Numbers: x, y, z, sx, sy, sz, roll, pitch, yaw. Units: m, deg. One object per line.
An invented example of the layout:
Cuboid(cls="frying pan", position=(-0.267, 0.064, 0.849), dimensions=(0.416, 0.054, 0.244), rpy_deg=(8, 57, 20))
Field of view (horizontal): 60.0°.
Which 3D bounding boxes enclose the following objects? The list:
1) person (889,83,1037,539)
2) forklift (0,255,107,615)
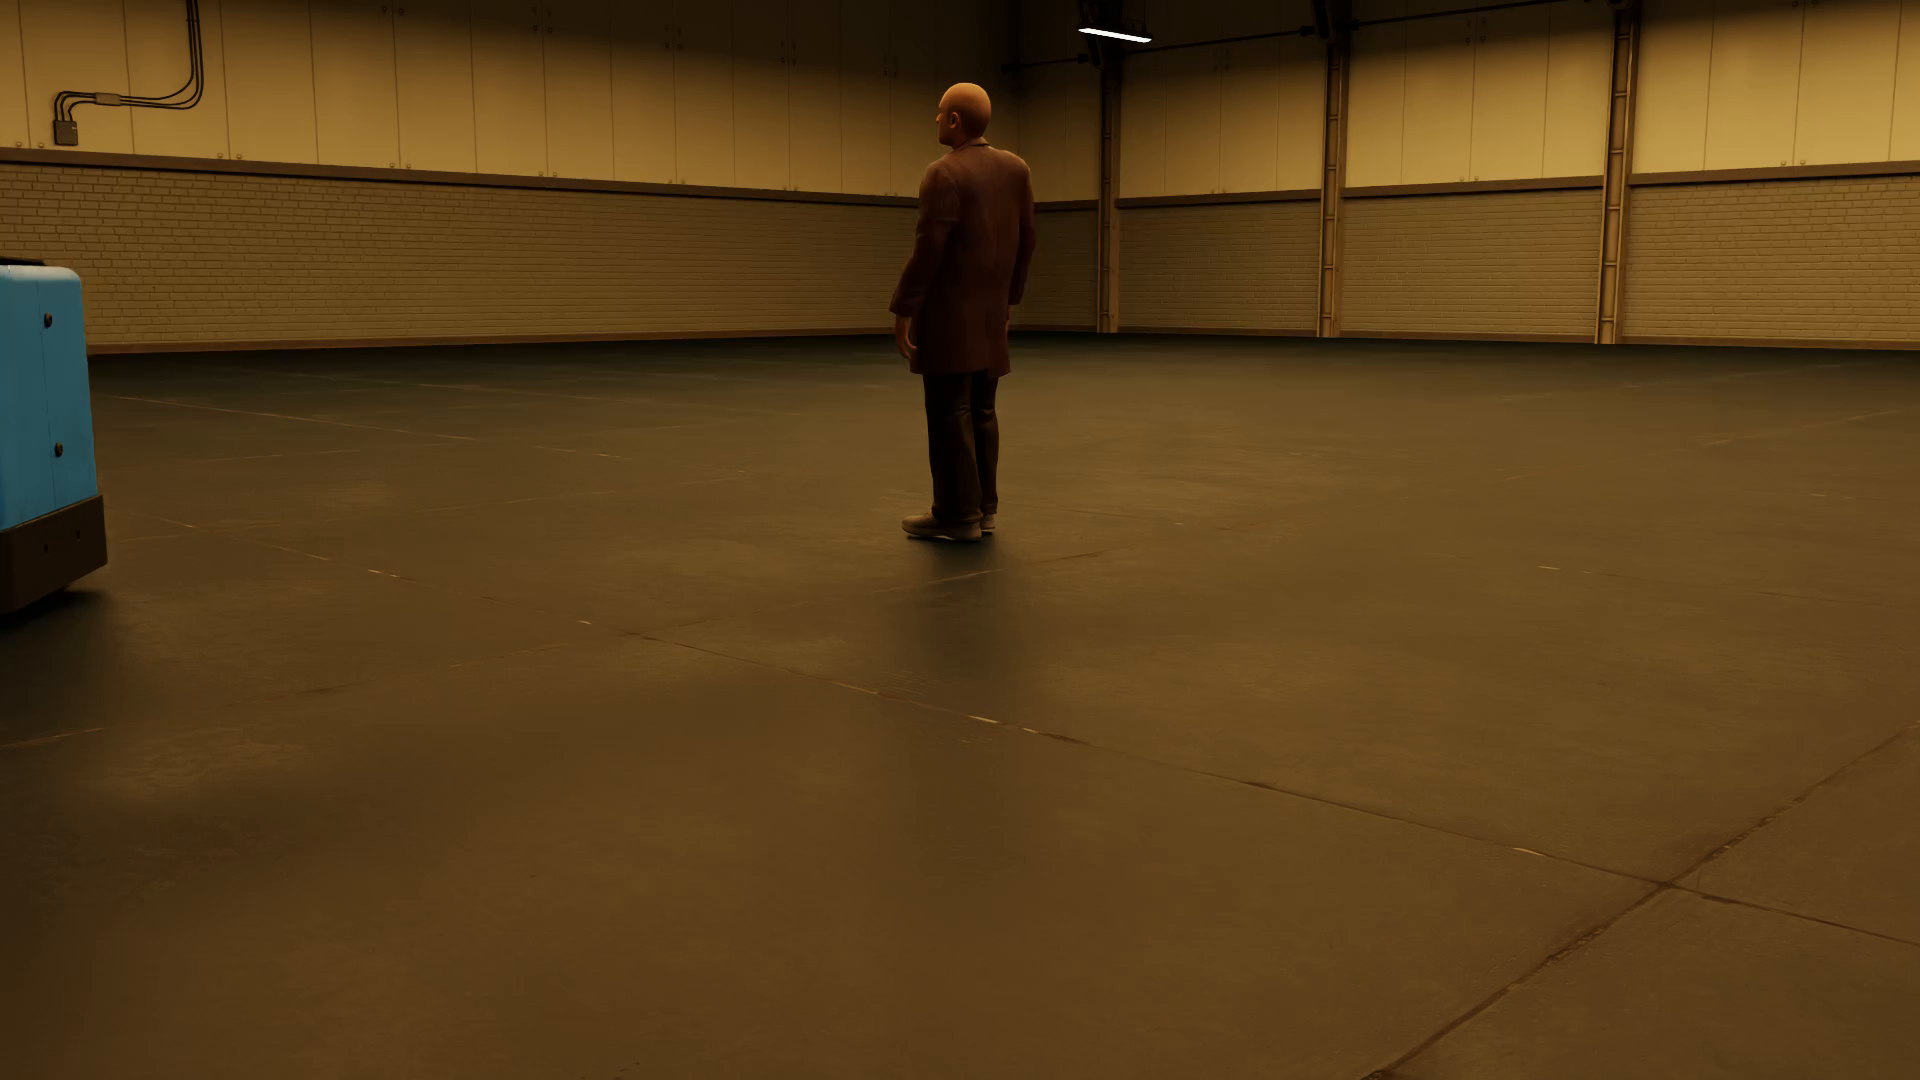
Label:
Cuboid(cls="person", position=(-0.062, -0.896, 6.650), dimensions=(0.582, 1.776, 0.696), rpy_deg=(8, 12, 43))
Cuboid(cls="forklift", position=(-4.322, -1.190, 4.776), dimensions=(3.031, 2.935, 1.130), rpy_deg=(-2, 9, -11))
